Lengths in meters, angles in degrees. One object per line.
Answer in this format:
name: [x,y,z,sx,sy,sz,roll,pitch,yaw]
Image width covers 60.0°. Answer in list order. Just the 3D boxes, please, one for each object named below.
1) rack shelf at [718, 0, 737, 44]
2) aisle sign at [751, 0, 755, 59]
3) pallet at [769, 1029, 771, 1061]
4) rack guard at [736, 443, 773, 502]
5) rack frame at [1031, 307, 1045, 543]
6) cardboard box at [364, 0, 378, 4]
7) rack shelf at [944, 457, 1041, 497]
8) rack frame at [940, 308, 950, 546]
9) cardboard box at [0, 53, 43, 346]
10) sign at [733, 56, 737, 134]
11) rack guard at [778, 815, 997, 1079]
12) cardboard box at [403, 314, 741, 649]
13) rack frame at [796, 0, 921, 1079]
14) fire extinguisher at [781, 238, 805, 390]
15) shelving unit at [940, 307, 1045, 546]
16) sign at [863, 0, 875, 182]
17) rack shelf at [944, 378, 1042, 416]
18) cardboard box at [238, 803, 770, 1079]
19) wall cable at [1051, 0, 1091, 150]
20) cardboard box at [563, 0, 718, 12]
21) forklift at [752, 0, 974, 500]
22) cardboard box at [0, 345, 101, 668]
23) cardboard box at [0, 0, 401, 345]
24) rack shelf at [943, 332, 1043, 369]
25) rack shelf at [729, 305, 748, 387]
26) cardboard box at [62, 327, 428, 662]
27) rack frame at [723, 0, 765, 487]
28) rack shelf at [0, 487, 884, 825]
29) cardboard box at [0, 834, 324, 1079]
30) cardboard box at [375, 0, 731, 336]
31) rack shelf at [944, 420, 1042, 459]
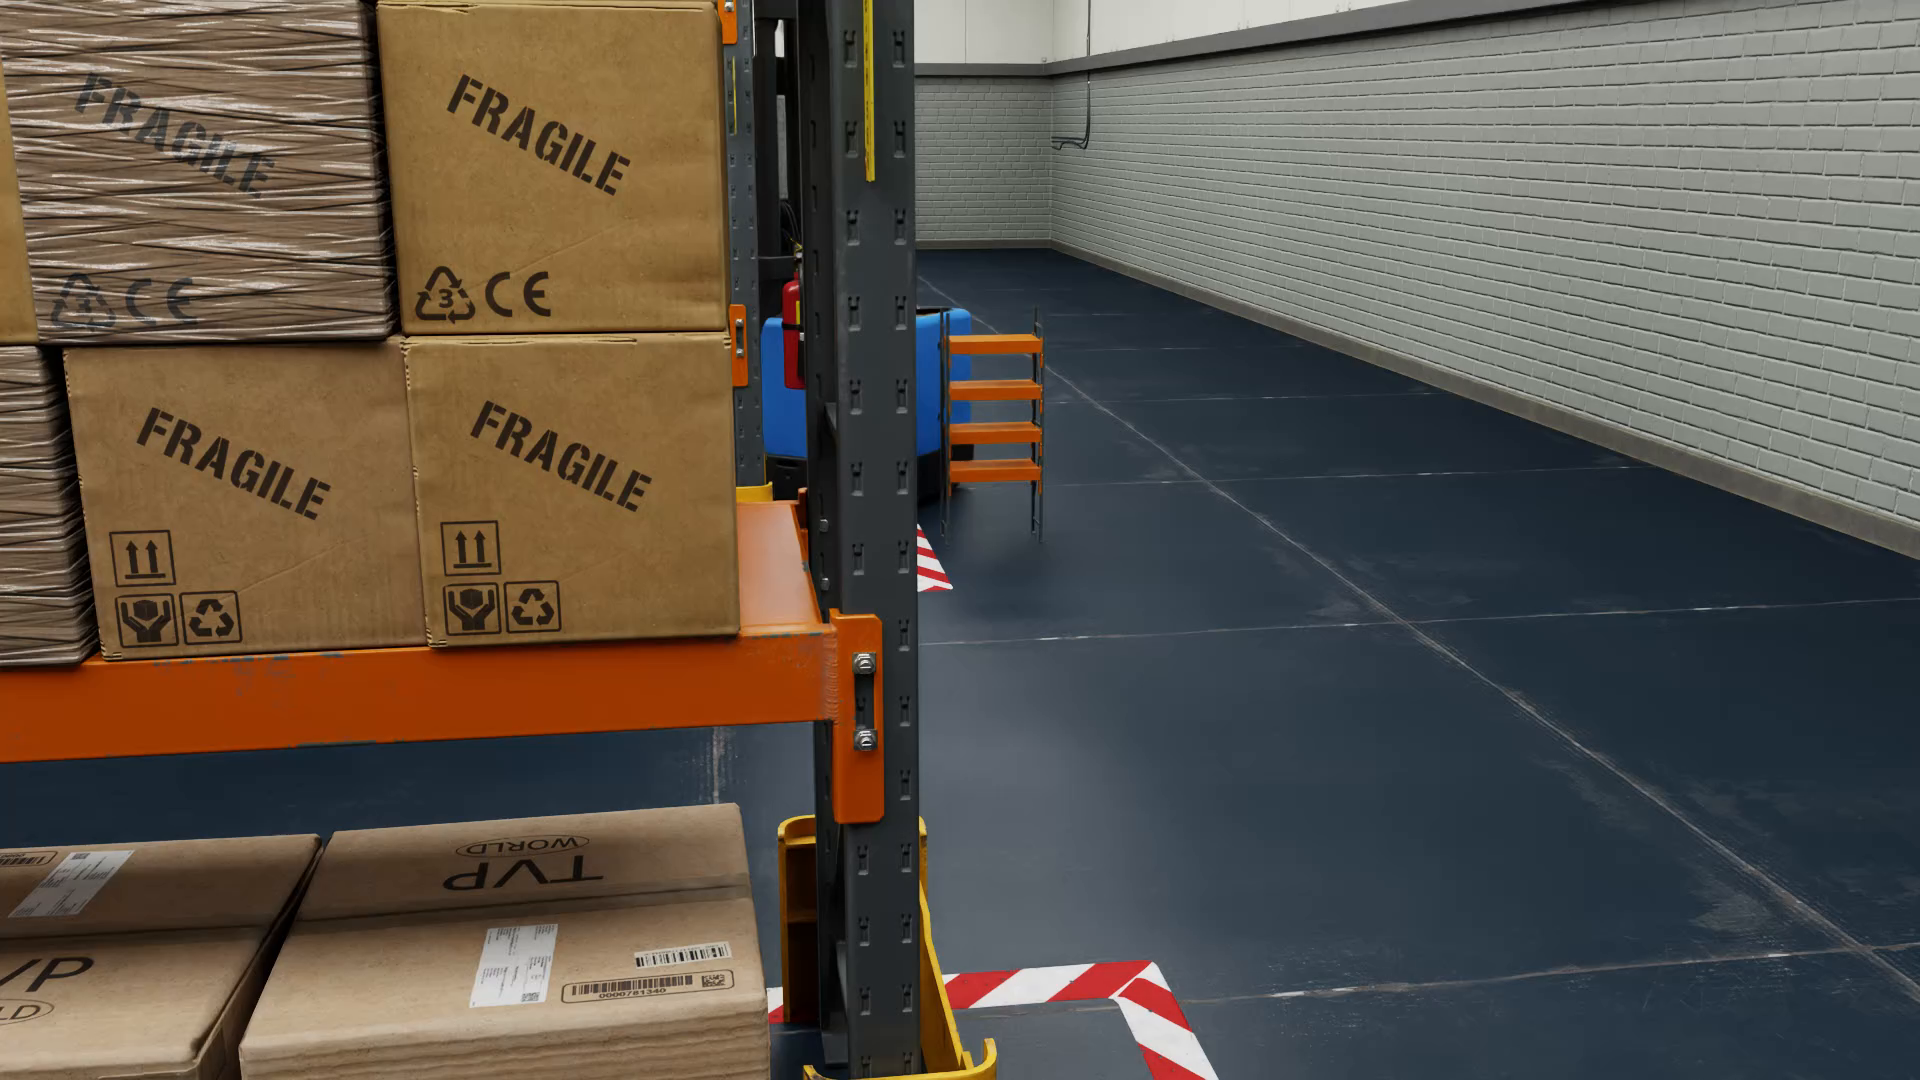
rack shelf: [-3.021,-2.387,7.387,4.000,0.370,1.077,-2,14,-8]
aisle sign: [-0.927,-2.545,7.360,0.004,0.787,0.394,-2,14,-8]
pallet: [-0.985,1.234,3.369,1.213,0.211,1.003,-2,14,-8]
rack guard: [-1.119,-0.139,8.247,0.348,0.500,1.175,-2,14,-8]
rack frame: [0.405,-0.597,8.635,0.015,1.200,0.240,-2,14,-8]
cardboard box: [-1.021,-0.909,2.586,0.250,0.149,0.380,-2,14,-9]
rack shelf: [0.164,-0.330,8.664,0.480,0.148,0.258,-2,14,-8]
rack frame: [-0.078,-0.579,8.565,0.015,1.200,0.240,-2,14,-8]
cardboard box: [-1.650,-0.582,2.616,0.500,0.500,0.500,-2,14,-9]
sign: [-0.981,-1.934,7.239,0.005,0.325,0.100,-2,14,-8]
rack guard: [-0.183,1.045,3.528,0.348,0.500,1.175,-2,14,-8]
cardboard box: [-0.644,-0.134,2.885,0.500,0.500,0.500,-2,14,-8]
rack frame: [-0.206,-0.167,3.220,0.127,3.000,1.000,-2,14,-8]
fire extinguisher: [-0.726,-1.033,7.602,0.183,0.674,0.296,-2,14,-8]
shelving unit: [0.164,-0.588,8.600,0.503,1.200,0.258,-2,14,-8]
sign: [-0.139,-0.712,2.528,0.005,0.325,0.100,-2,14,-8]
rack shelf: [0.164,-0.740,8.562,0.480,0.148,0.258,-2,14,-8]
cardboard box: [-0.844,0.920,3.290,0.875,0.438,0.875,-3,14,-10]
wall cable: [1.750,-7.648,27.101,0.112,2.526,3.097,-2,14,-8]
cardboard box: [-0.531,-0.954,2.764,0.250,0.149,0.380,-2,14,-8]
forklift: [-1.461,-1.801,9.878,3.031,2.935,1.130,8,16,28]
cardboard box: [-1.650,-0.099,2.743,0.500,0.500,0.500,-2,14,-7]
cardboard box: [-1.160,-0.599,2.685,0.500,0.500,0.500,-2,14,-8]
rack shelf: [0.164,-0.969,8.504,0.480,0.148,0.258,-2,14,-8]
rack shelf: [-3.021,-0.932,7.752,4.000,0.370,1.077,-2,14,-8]
cardboard box: [-1.142,-0.120,2.826,0.500,0.500,0.500,-2,14,-9]
rack frame: [-1.044,-1.354,7.953,0.127,3.000,1.000,-2,14,-8]
rack shelf: [-2.184,0.255,3.019,4.000,0.370,1.077,-2,14,-8]
cardboard box: [-1.748,0.956,3.149,0.875,0.438,0.875,-2,14,-7]
cardboard box: [-0.648,-0.625,2.788,0.500,0.500,0.500,-2,14,-6]
rack shelf: [0.164,-0.523,8.616,0.480,0.148,0.258,-2,14,-8]
